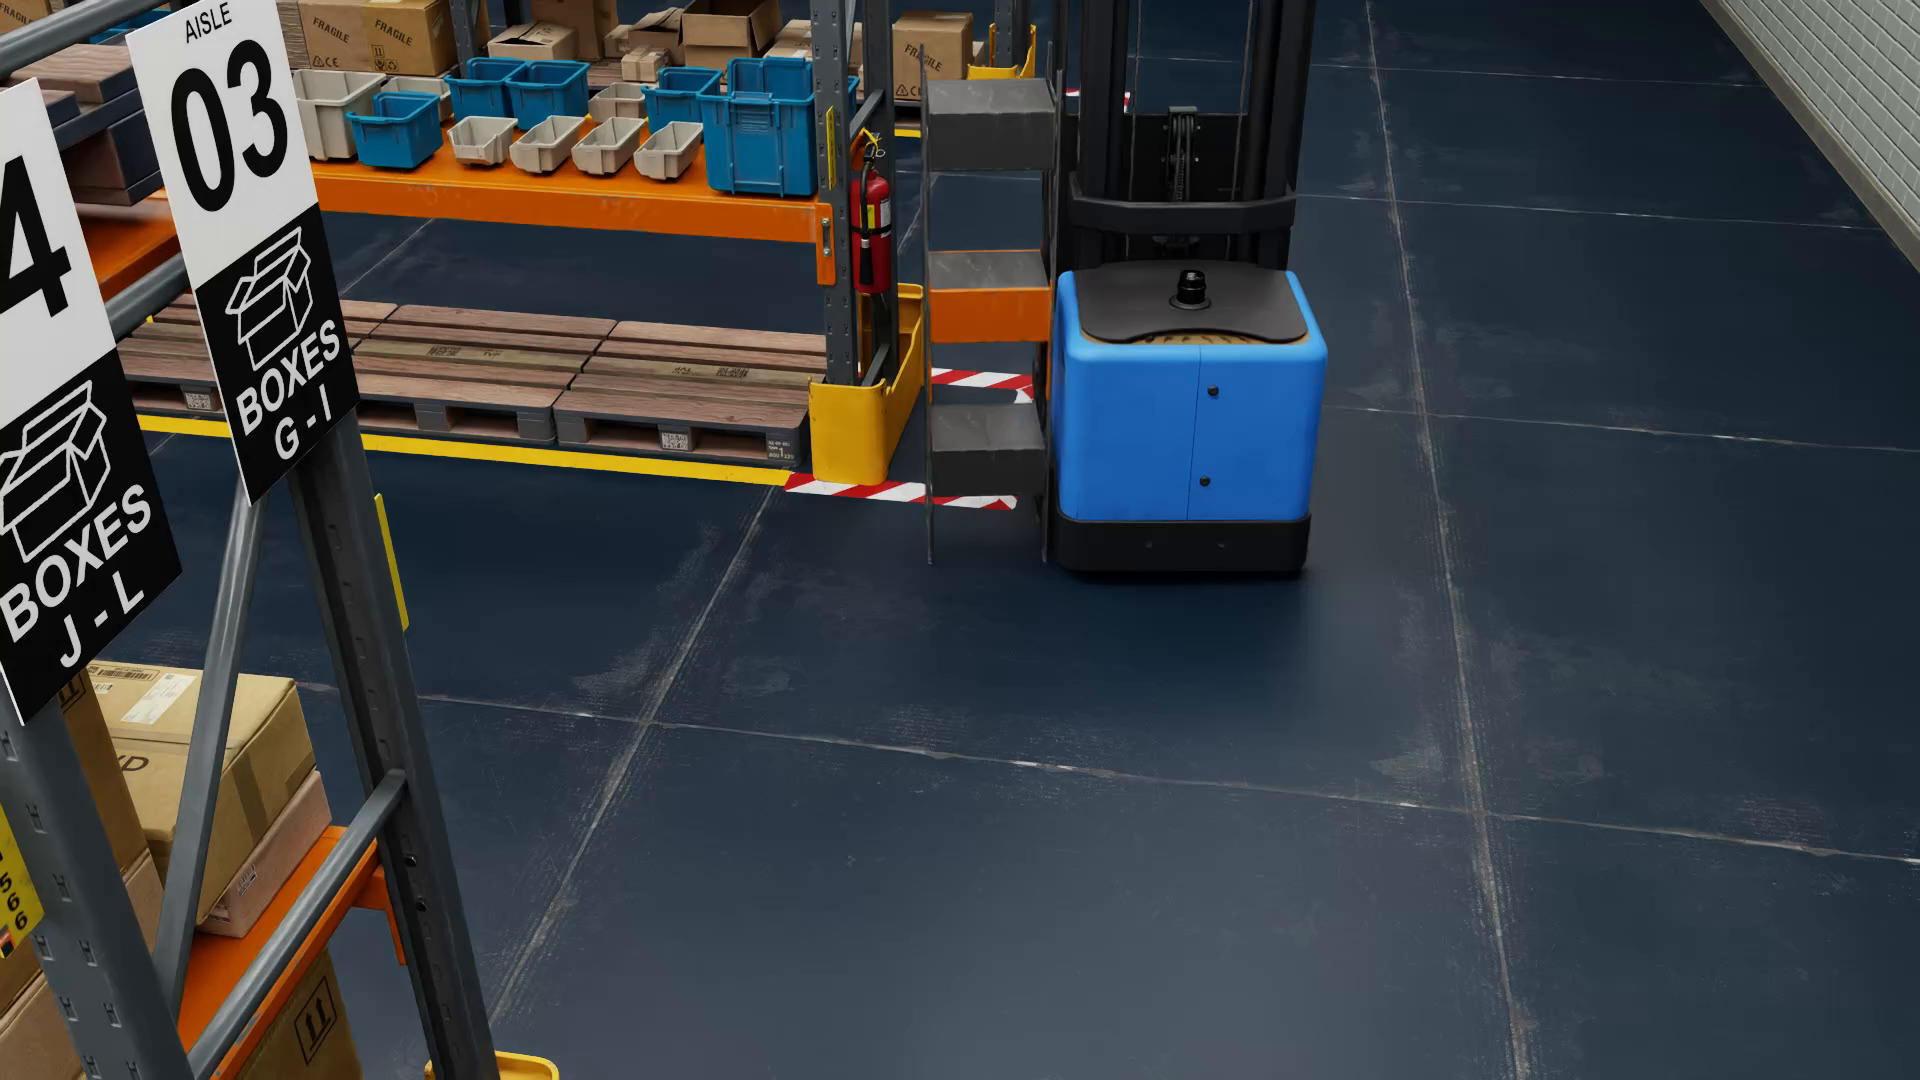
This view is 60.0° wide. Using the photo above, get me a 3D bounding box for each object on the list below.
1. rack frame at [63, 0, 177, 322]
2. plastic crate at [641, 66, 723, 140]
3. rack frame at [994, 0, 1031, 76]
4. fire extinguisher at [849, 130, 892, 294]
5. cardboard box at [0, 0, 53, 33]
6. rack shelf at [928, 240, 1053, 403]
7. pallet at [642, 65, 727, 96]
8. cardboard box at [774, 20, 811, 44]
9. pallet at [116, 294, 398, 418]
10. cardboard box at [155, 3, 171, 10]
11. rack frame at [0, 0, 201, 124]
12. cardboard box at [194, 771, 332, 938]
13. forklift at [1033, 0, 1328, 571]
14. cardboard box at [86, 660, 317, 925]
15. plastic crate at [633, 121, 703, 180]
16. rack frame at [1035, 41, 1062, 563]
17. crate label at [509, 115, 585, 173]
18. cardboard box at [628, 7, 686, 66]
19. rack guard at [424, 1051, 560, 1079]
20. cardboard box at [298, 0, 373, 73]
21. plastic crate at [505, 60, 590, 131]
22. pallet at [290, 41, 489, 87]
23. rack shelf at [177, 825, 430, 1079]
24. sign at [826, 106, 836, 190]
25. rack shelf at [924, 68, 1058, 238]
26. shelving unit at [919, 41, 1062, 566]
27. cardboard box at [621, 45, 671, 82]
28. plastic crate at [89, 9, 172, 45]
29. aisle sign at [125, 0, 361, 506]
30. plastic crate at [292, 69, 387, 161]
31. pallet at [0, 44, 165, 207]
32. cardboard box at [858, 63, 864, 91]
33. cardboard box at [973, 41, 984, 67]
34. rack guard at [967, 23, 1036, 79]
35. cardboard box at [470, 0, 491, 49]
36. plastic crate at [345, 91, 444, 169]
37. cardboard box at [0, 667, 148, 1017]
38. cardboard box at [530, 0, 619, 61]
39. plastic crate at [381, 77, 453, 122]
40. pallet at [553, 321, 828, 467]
[{"bbox_3d":[-4.395,-2.189,7.919,0.127,3.000,1.000,5,32,8],"label":"rack frame"},{"bbox_3d":[-1.289,-2.039,7.782,0.300,0.233,0.416,5,32,8],"label":"plastic crate"},{"bbox_3d":[0.385,-4.422,11.487,0.127,3.000,1.000,5,32,8],"label":"rack frame"},{"bbox_3d":[-0.380,-1.390,7.067,0.183,0.674,0.296,5,32,8],"label":"fire extinguisher"},{"bbox_3d":[-7.101,-4.073,12.871,0.500,0.500,0.500,7,33,10],"label":"cardboard box"},{"bbox_3d":[0.107,-0.882,6.706,0.480,0.518,0.431,-2,32,-2],"label":"rack shelf"},{"bbox_3d":[-1.675,-3.427,12.527,1.213,0.211,1.003,5,32,8],"label":"pallet"},{"bbox_3d":[-1.089,-3.729,12.557,0.500,0.250,0.500,5,32,8],"label":"cardboard box"},{"bbox_3d":[-3.664,-0.961,8.587,1.213,0.211,1.003,5,32,8],"label":"pallet"},{"bbox_3d":[-6.090,-3.982,12.725,0.500,0.500,0.500,5,32,8],"label":"cardboard box"},{"bbox_3d":[-1.286,-1.784,1.619,0.127,3.000,1.000,5,32,8],"label":"rack frame"},{"bbox_3d":[-1.580,0.661,3.604,0.250,0.149,0.380,6,32,9],"label":"cardboard box"},{"bbox_3d":[0.930,-1.854,7.450,1.130,2.935,3.031,0,32,0],"label":"forklift"},{"bbox_3d":[-1.713,0.512,3.465,0.500,0.250,0.500,4,32,7],"label":"cardboard box"},{"bbox_3d":[-1.287,-1.723,7.368,0.243,0.136,0.396,5,32,8],"label":"plastic crate"},{"bbox_3d":[0.351,-0.900,6.709,0.015,2.100,0.400,-2,32,-2],"label":"rack frame"},{"bbox_3d":[-1.849,-1.769,7.441,0.243,0.136,0.396,5,32,8],"label":"crate label"},{"bbox_3d":[-2.210,-3.856,12.703,0.500,0.311,0.500,5,32,8],"label":"cardboard box"},{"bbox_3d":[-1.262,1.821,3.870,0.348,0.500,1.175,5,32,8],"label":"rack guard"},{"bbox_3d":[-4.579,-3.849,12.513,0.500,0.500,0.500,5,32,8],"label":"cardboard box"},{"bbox_3d":[-1.938,-2.098,7.876,0.300,0.233,0.416,5,32,8],"label":"plastic crate"},{"bbox_3d":[-4.367,-3.650,12.882,1.213,0.211,1.003,5,32,8],"label":"pallet"},{"bbox_3d":[-3.257,0.885,3.687,4.000,0.370,1.077,5,32,8],"label":"rack shelf"},{"bbox_3d":[-0.529,-1.612,6.844,0.005,0.325,0.100,5,32,8],"label":"sign"},{"bbox_3d":[0.107,-1.475,6.334,0.480,0.518,0.431,-2,32,-2],"label":"rack shelf"},{"bbox_3d":[0.107,-0.894,6.698,0.503,2.100,0.431,-2,32,-2],"label":"shelving unit"},{"bbox_3d":[-2.327,-3.542,12.337,0.250,0.166,0.380,5,32,8],"label":"cardboard box"},{"bbox_3d":[-3.878,-2.344,8.126,0.575,0.384,0.392,5,32,8],"label":"plastic crate"},{"bbox_3d":[-1.164,-0.494,2.761,0.004,0.787,0.394,5,32,8],"label":"aisle sign"},{"bbox_3d":[-2.921,-1.931,7.563,0.530,0.282,0.437,5,32,8],"label":"plastic crate"},{"bbox_3d":[-2.019,-0.536,2.535,1.213,0.211,1.003,5,32,8],"label":"pallet"},{"bbox_3d":[-0.577,-3.410,12.127,0.250,0.166,0.380,5,32,8],"label":"cardboard box"},{"bbox_3d":[0.030,-3.617,12.474,0.250,0.149,0.380,5,32,8],"label":"cardboard box"},{"bbox_3d":[0.310,-3.369,12.161,0.348,0.500,1.175,5,32,8],"label":"rack guard"},{"bbox_3d":[-3.994,-4.077,12.877,0.500,0.500,0.500,4,32,6],"label":"cardboard box"},{"bbox_3d":[-2.520,-1.835,7.456,0.300,0.233,0.416,5,32,8],"label":"plastic crate"},{"bbox_3d":[-1.810,0.472,2.822,0.500,0.500,0.500,6,32,9],"label":"cardboard box"},{"bbox_3d":[-2.949,-4.003,12.760,0.500,0.500,0.500,5,32,8],"label":"cardboard box"},{"bbox_3d":[-2.628,-2.104,7.976,0.466,0.136,0.293,5,32,8],"label":"plastic crate"},{"bbox_3d":[-1.259,-0.744,8.239,1.213,0.211,1.003,5,32,8],"label":"pallet"}]
